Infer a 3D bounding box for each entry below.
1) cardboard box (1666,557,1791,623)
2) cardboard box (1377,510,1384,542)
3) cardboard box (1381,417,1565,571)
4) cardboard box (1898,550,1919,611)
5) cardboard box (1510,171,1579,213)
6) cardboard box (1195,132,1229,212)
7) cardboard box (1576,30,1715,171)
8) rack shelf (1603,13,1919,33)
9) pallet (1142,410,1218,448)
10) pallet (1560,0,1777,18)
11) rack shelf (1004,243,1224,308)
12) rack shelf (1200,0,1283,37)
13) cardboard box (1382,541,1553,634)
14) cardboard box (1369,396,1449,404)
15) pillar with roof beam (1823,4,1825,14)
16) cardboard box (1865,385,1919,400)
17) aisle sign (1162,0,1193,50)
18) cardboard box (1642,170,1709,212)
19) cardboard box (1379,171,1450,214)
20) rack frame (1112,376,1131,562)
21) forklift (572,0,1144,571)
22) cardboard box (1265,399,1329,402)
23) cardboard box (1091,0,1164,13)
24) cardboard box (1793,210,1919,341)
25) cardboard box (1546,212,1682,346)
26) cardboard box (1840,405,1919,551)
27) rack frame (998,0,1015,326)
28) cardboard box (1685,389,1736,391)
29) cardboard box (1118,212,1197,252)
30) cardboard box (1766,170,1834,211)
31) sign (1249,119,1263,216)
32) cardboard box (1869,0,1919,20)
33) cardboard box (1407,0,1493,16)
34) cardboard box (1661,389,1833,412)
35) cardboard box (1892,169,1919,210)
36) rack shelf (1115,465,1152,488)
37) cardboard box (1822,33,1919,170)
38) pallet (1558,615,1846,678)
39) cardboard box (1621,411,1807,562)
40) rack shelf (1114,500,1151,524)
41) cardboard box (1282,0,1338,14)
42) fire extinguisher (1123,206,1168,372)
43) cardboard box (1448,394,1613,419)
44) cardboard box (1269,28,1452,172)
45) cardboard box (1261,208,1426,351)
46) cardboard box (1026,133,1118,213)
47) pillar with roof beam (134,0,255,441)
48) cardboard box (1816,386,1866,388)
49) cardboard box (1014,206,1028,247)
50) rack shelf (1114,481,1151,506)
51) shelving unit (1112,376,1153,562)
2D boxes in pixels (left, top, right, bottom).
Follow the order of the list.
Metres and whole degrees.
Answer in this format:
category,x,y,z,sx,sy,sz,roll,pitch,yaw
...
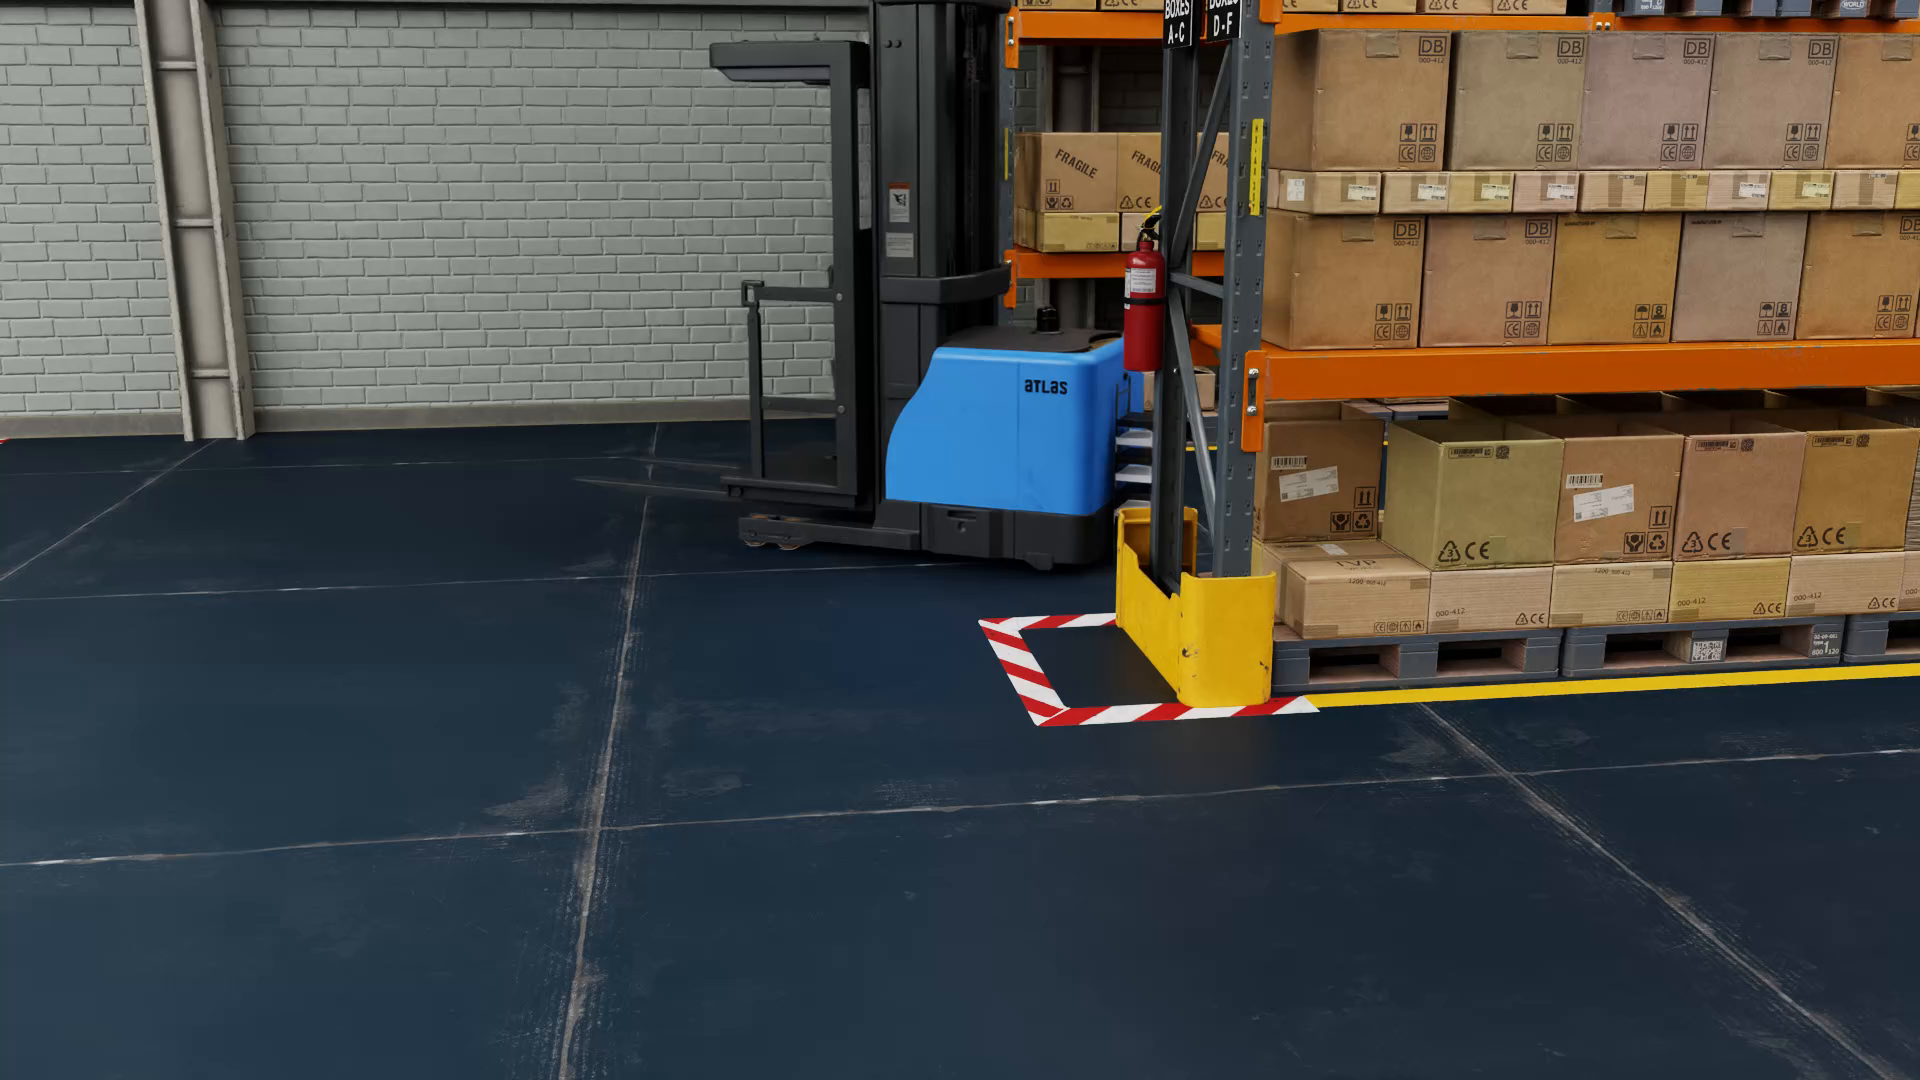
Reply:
category,x,y,z,sx,sy,sz,roll,pitch,yaw
cardboard box,2.999,0.138,6.794,0.500,0.250,0.500,-2,14,-8
cardboard box,1.931,0.047,7.159,0.500,0.250,0.500,-2,14,-8
cardboard box,2.010,-0.190,6.561,0.500,0.500,0.500,-2,14,-8
cardboard box,3.986,0.098,6.953,0.500,0.250,0.500,-2,14,-8
cardboard box,2.130,-1.325,6.300,0.250,0.149,0.380,-2,14,-9
cardboard box,1.730,-2.442,11.017,0.500,0.500,0.500,-3,14,-10
cardboard box,2.486,-1.704,6.479,0.500,0.500,0.700,-2,14,-8
rack shelf,6.144,-3.487,11.771,4.000,0.370,1.077,-2,14,-8
pallet,1.094,-0.834,11.615,1.213,0.211,1.003,-2,14,-8
pallet,4.792,-3.669,11.405,1.003,0.211,1.213,-2,14,-8
rack shelf,2.188,-1.887,11.558,4.000,0.370,1.077,-2,14,-8
rack shelf,2.930,-2.150,6.442,4.000,0.370,1.077,-2,14,-8
cardboard box,2.010,0.173,6.654,0.500,0.250,0.500,-2,14,-8
cardboard box,3.146,-1.262,11.822,0.500,0.500,0.500,-3,14,-13
pillar with roof beam,7.348,-4.489,8.121,0.400,9.000,9.100,-2,14,-8
cardboard box,4.403,-0.409,7.434,0.500,0.500,0.500,-2,14,-8
aisle sign,0.844,-2.301,6.387,0.004,0.787,0.394,-2,14,-8
cardboard box,2.646,-1.345,6.378,0.250,0.149,0.380,-2,14,-9
cardboard box,1.633,-1.308,6.231,0.250,0.149,0.380,-2,14,-10
rack frame,0.804,-0.353,8.278,0.006,0.900,0.240,5,15,21
forklift,-0.602,-1.479,8.595,3.031,2.935,1.130,5,15,21
cardboard box,2.205,-1.203,11.586,0.500,0.500,0.700,-3,14,-12
cardboard box,1.115,-3.639,10.654,0.500,0.500,0.500,-1,14,-5
cardboard box,3.453,-1.110,6.775,0.500,0.500,0.700,-2,14,-7
cardboard box,2.426,-1.071,6.621,0.500,0.500,0.700,-2,14,-8
cardboard box,3.986,-0.266,6.863,0.500,0.500,0.500,-2,14,-8
rack frame,0.211,-2.163,11.182,0.127,3.000,1.000,-2,14,-8
cardboard box,5.395,-1.371,12.255,0.500,0.500,0.700,-2,14,-9
cardboard box,1.252,-2.064,11.052,0.500,0.250,0.500,-3,14,-10
cardboard box,3.153,-1.363,6.450,0.250,0.149,0.380,-2,14,-6
sign,1.029,-1.296,5.783,0.005,0.325,0.100,-2,14,-8
cardboard box,6.826,-3.943,11.859,0.637,0.503,0.797,0,14,0
cardboard box,3.202,-3.728,11.009,0.500,0.500,0.500,-3,14,-13
cardboard box,3.414,-0.373,7.290,0.500,0.500,0.500,-2,14,-8
cardboard box,3.664,-1.382,6.528,0.250,0.149,0.380,-2,14,-9
rack shelf,0.899,-0.311,8.250,0.200,0.077,0.258,5,15,21
cardboard box,3.475,-1.740,6.623,0.500,0.500,0.700,-2,14,-8
pallet,2.906,0.299,7.094,1.213,0.211,1.003,-2,14,-8
cardboard box,2.999,-0.225,6.701,0.500,0.500,0.500,-2,14,-8
rack shelf,0.899,-0.137,8.294,0.200,0.077,0.258,5,15,21
cardboard box,2.154,-3.684,10.831,0.500,0.500,0.500,-1,14,-5
fire extinguisher,0.766,-1.042,6.869,0.183,0.674,0.296,-2,14,-8
cardboard box,2.425,-0.336,7.144,0.500,0.500,0.500,-2,14,-8
cardboard box,1.468,-1.665,6.324,0.500,0.500,0.700,-2,14,-8
cardboard box,1.416,-1.034,6.474,0.500,0.500,0.700,-2,14,-8
cardboard box,0.728,-2.409,10.887,0.500,0.500,0.500,-2,14,-8
pillar with roof beam,-4.518,-4.054,6.387,0.400,9.000,9.100,-2,14,-8
cardboard box,6.403,-1.400,12.372,0.500,0.500,0.700,-2,14,-9
cardboard box,0.644,-2.164,11.451,0.500,0.250,0.500,-2,14,-7
rack shelf,0.899,-0.224,8.272,0.200,0.077,0.258,5,15,21
shelving unit,0.899,-0.344,8.242,0.210,0.900,0.258,5,15,21
